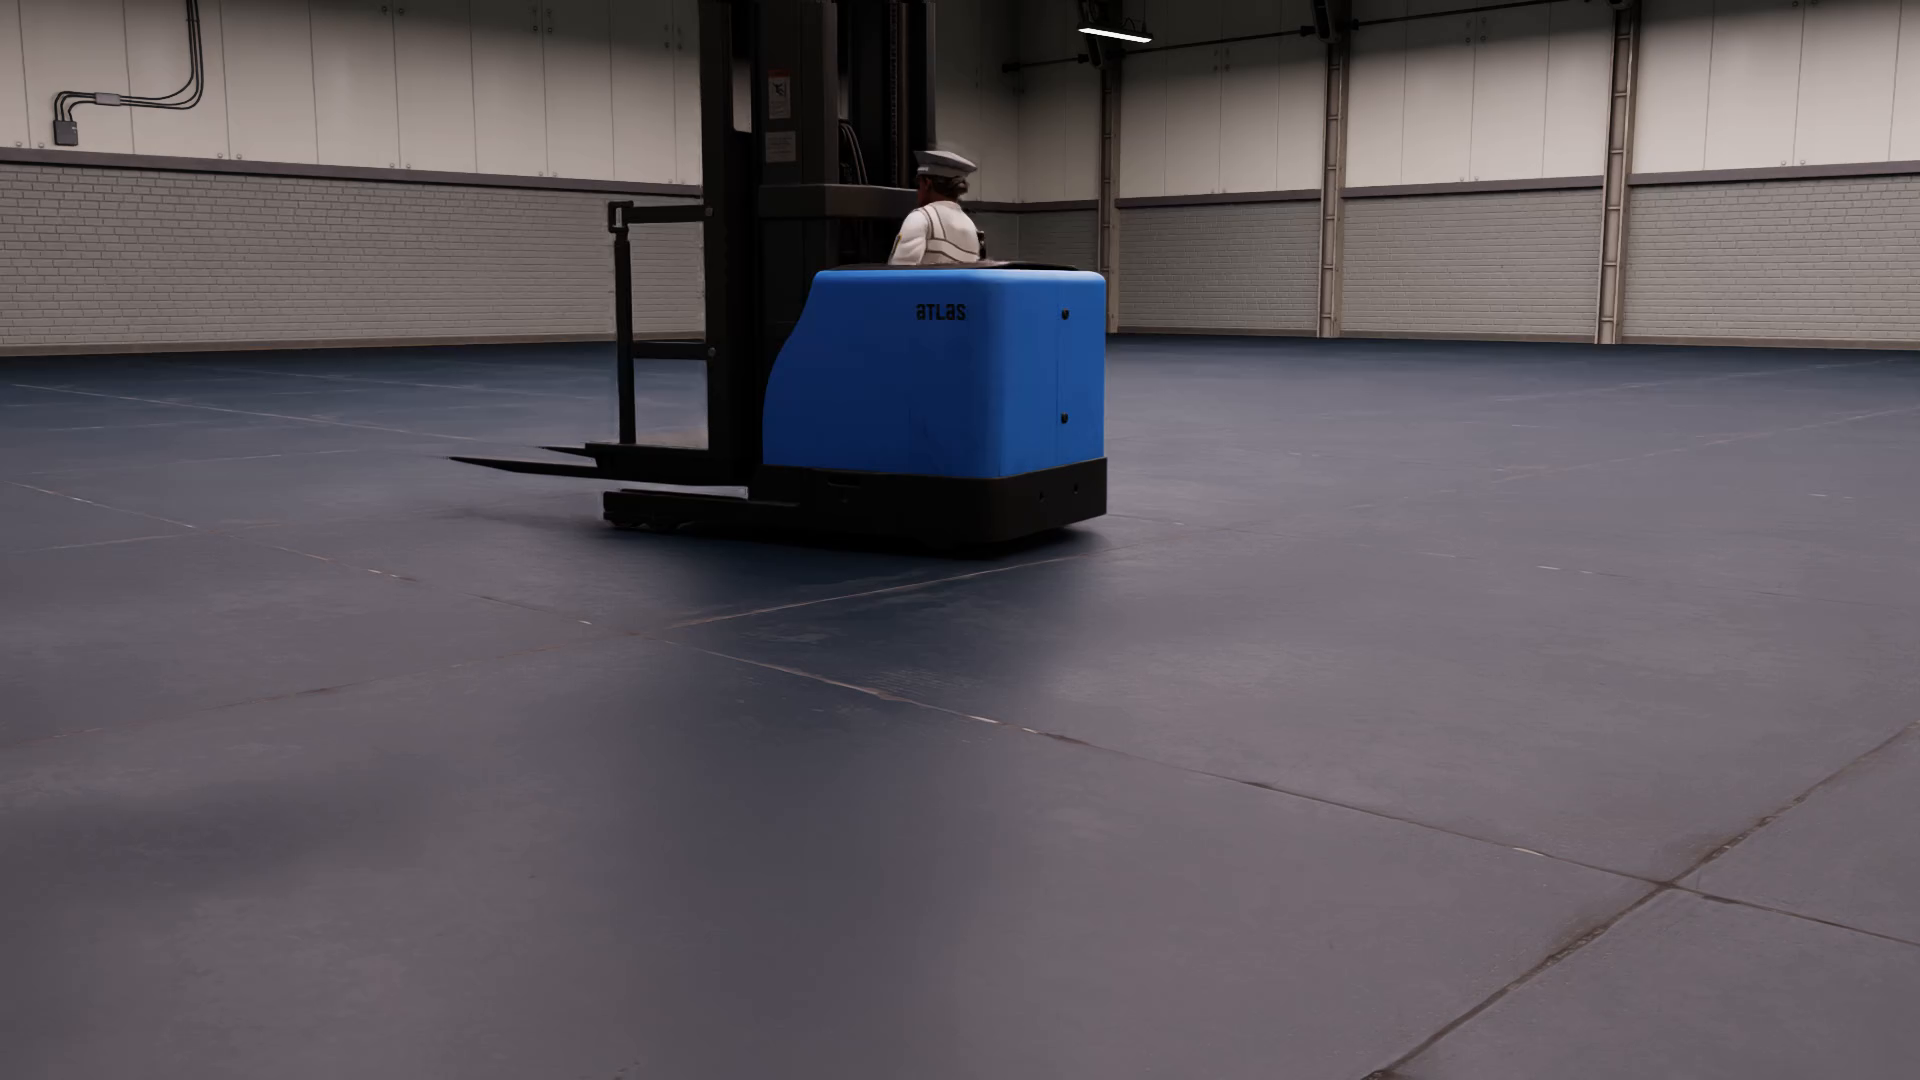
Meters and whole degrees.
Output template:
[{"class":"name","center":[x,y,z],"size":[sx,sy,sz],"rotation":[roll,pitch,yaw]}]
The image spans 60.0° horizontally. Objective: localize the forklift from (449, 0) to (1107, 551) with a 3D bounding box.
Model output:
[{"class":"forklift","center":[-0.918,-1.543,7.120],"size":[3.031,2.935,1.130],"rotation":[5,10,30]}]

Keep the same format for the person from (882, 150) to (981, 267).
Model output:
[{"class":"person","center":[-0.157,-0.798,6.706],"size":[0.521,1.508,0.775],"rotation":[7,11,39]}]
